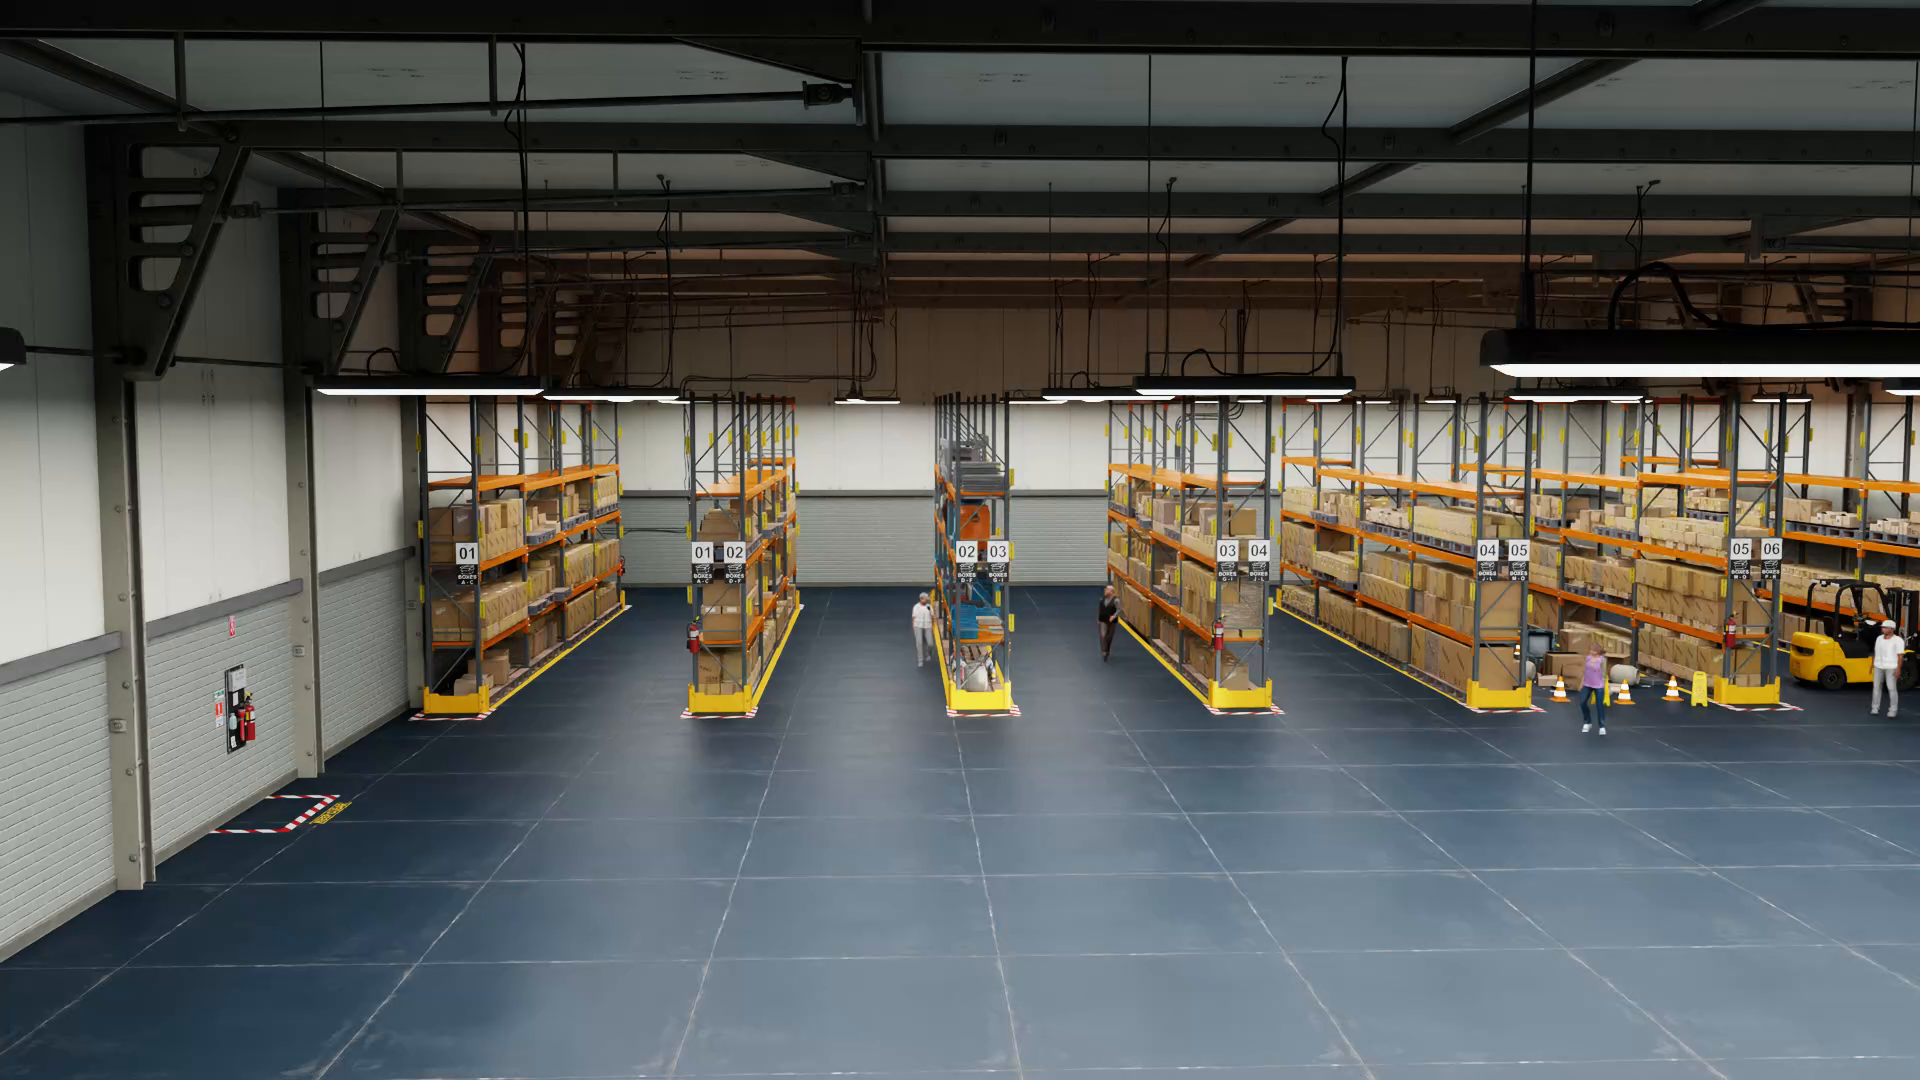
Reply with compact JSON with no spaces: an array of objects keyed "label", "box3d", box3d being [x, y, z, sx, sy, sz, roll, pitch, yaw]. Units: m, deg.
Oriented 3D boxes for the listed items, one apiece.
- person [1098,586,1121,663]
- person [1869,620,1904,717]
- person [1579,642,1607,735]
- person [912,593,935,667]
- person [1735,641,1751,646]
[{"label":"person","box3d":[3.384,1.877,37.657,0.493,1.700,0.992,0,5,-2]},{"label":"person","box3d":[17.156,2.364,30.805,0.400,1.772,0.614,-3,5,-33]},{"label":"person","box3d":[11.099,2.589,29.079,0.332,1.589,0.478,-4,6,-42]},{"label":"person","box3d":[-0.800,1.981,36.922,0.520,1.607,0.597,0,5,-6]},{"label":"person","box3d":[17.159,1.913,36.567,0.559,1.798,0.589,-4,6,-40]}]
